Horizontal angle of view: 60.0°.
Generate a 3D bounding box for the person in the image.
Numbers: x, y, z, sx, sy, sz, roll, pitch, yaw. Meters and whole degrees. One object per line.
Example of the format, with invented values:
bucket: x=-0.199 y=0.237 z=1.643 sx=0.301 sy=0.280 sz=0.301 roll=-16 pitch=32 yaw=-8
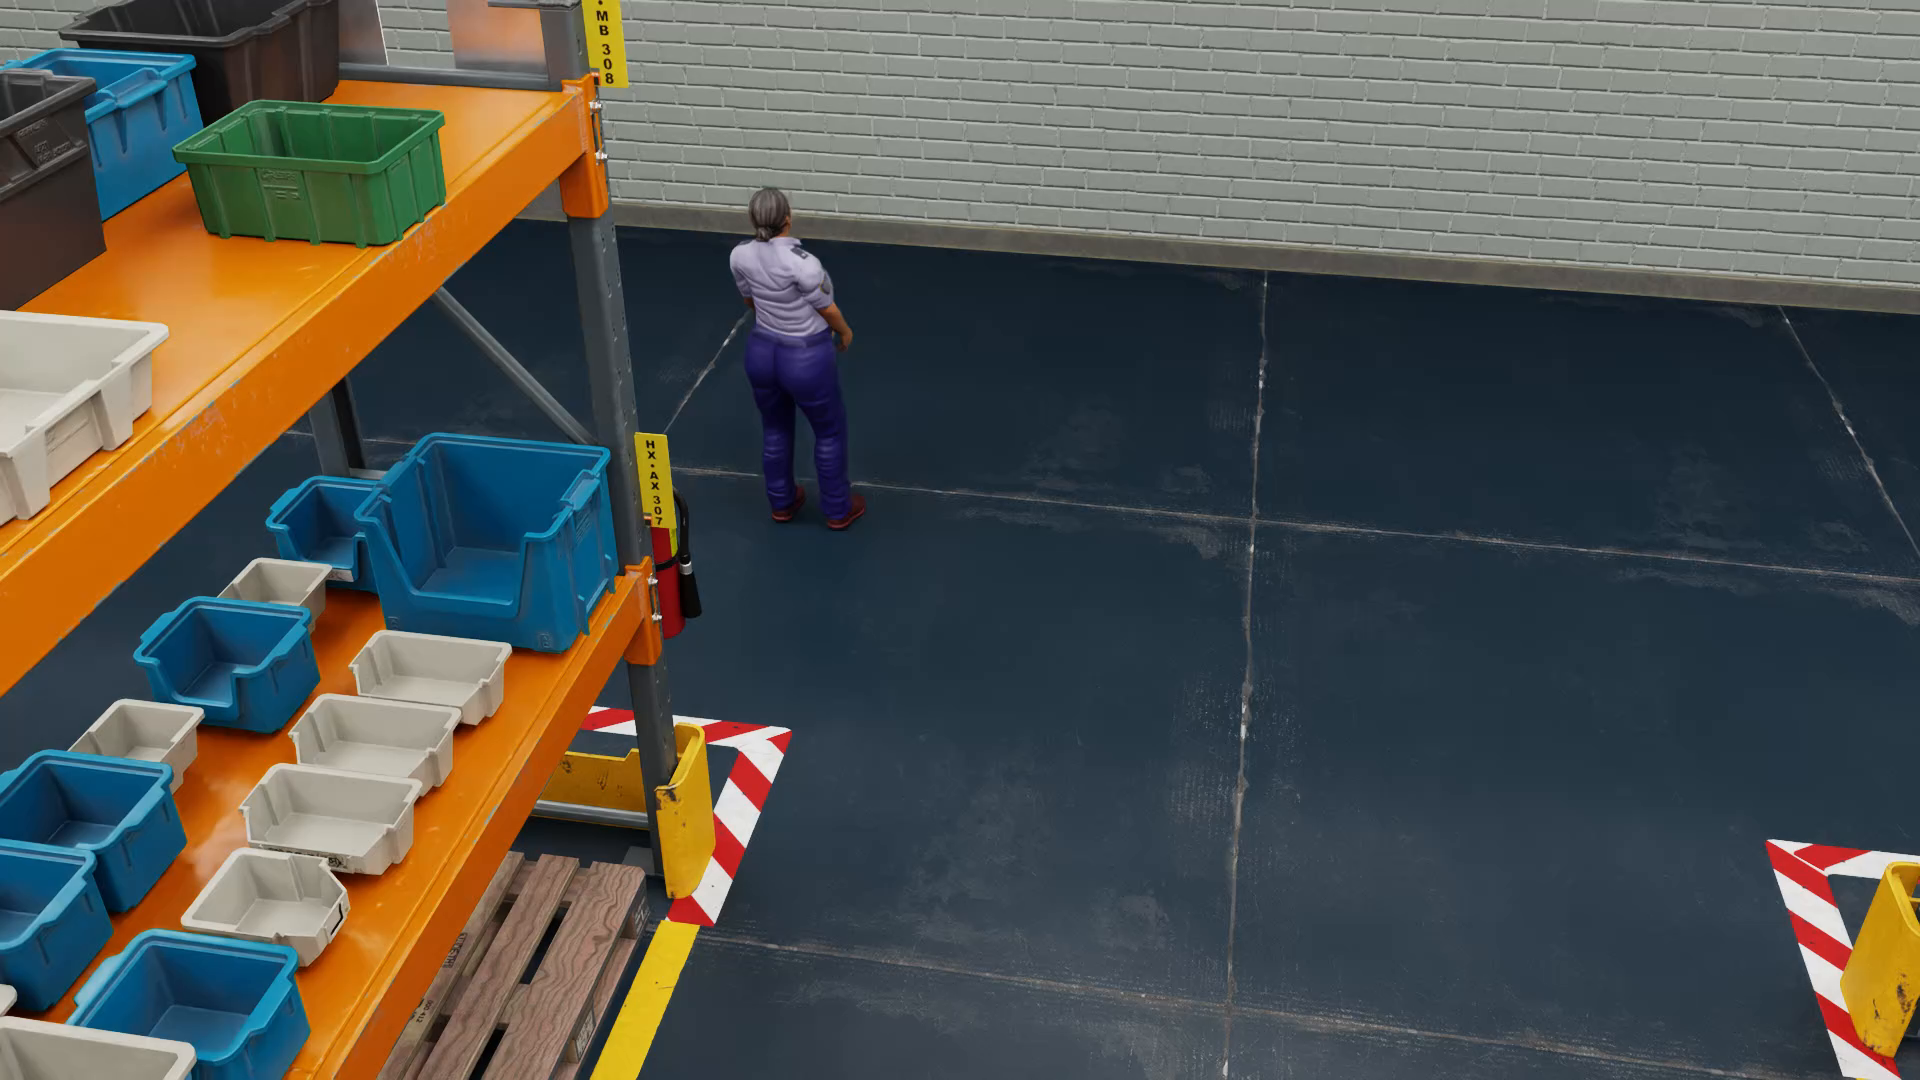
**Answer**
person: x=-0.718 y=-0.815 z=7.435 sx=0.483 sy=1.638 sz=0.486 roll=16 pitch=36 yaw=23
